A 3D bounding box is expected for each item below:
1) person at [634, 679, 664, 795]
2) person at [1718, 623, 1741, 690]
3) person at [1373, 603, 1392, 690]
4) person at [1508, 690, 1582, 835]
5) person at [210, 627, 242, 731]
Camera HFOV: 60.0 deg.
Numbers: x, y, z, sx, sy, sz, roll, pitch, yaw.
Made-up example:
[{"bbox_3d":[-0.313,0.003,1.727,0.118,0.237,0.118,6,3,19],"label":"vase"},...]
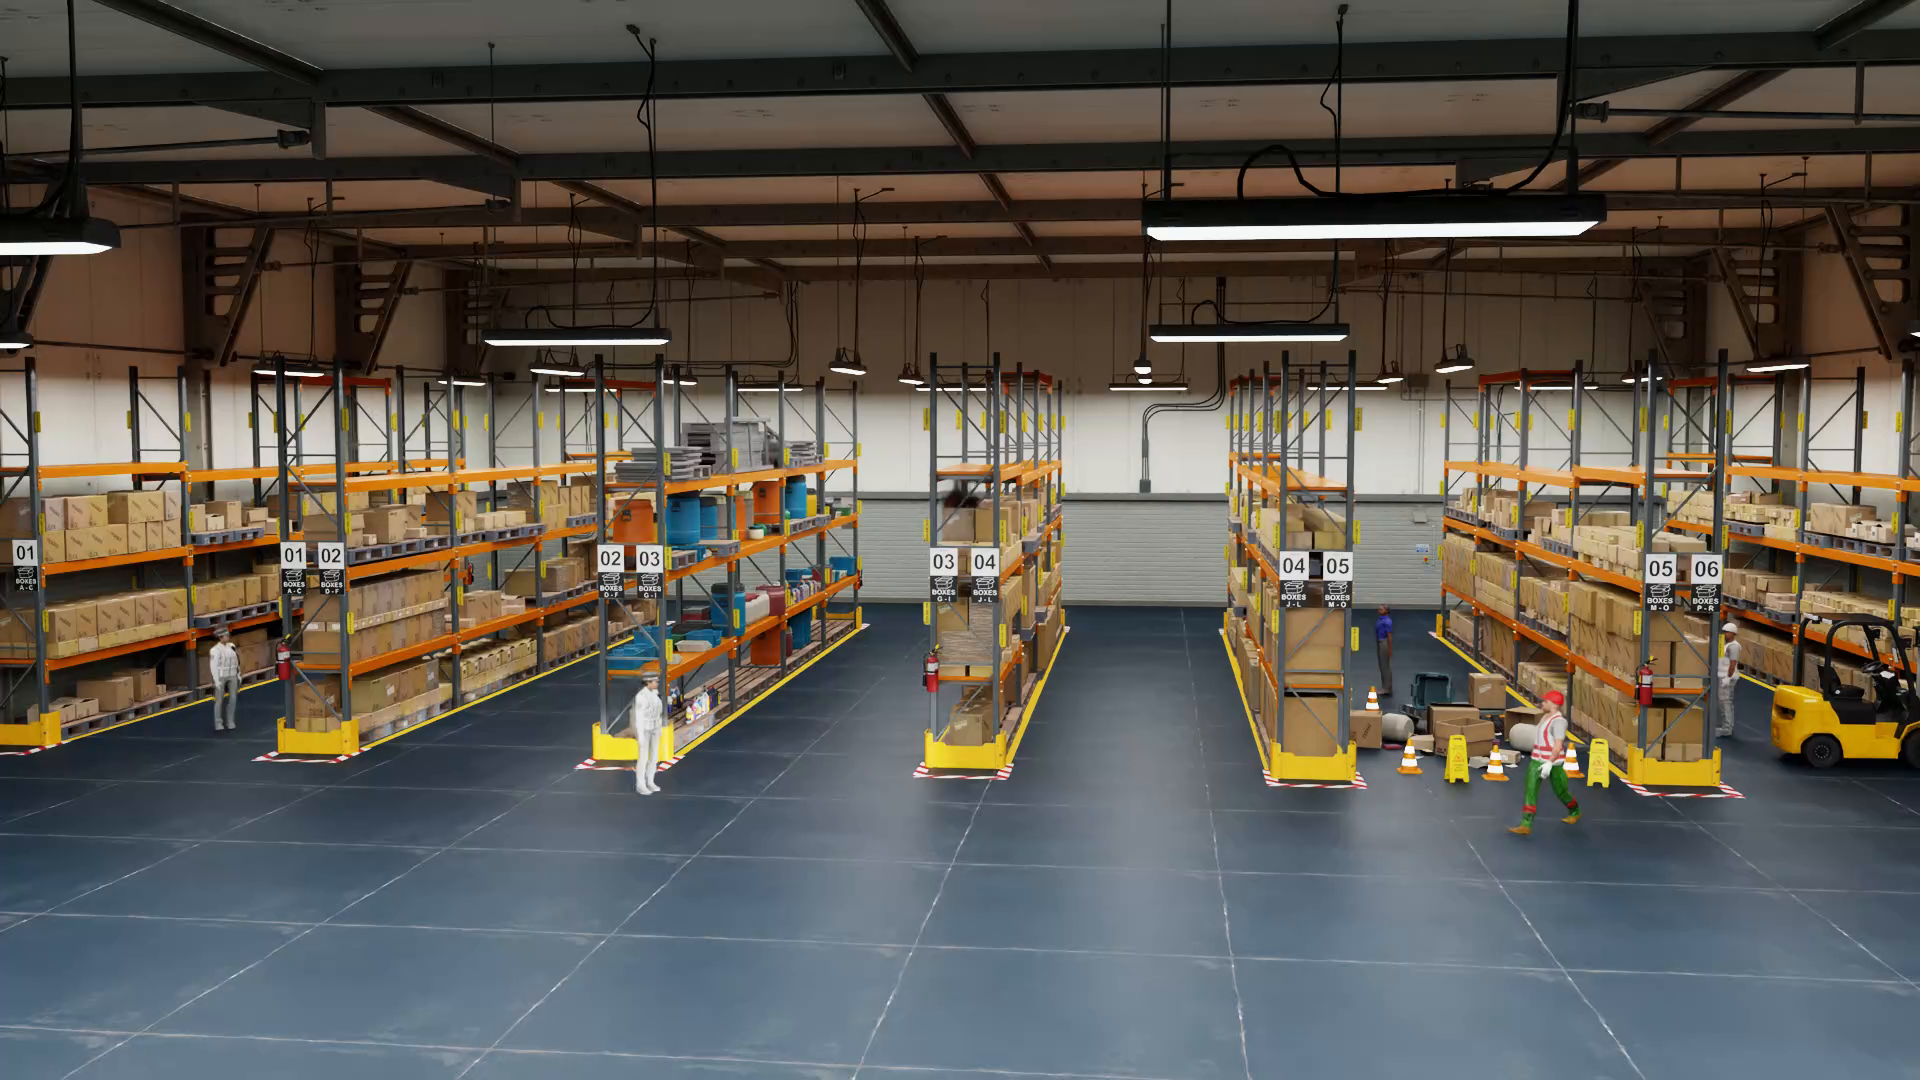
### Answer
[{"bbox_3d":[-4.223,2.595,22.466,0.358,1.665,0.501,2,5,26],"label":"person"},{"bbox_3d":[12.327,1.874,26.658,0.396,1.078,0.607,3,5,34],"label":"person"},{"bbox_3d":[7.821,2.012,30.739,0.356,1.480,0.503,1,4,13],"label":"person"},{"bbox_3d":[7.179,2.702,20.245,1.073,1.751,0.466,-3,5,-39],"label":"person"},{"bbox_3d":[-11.974,2.249,27.100,0.359,1.695,0.519,4,6,43],"label":"person"}]
